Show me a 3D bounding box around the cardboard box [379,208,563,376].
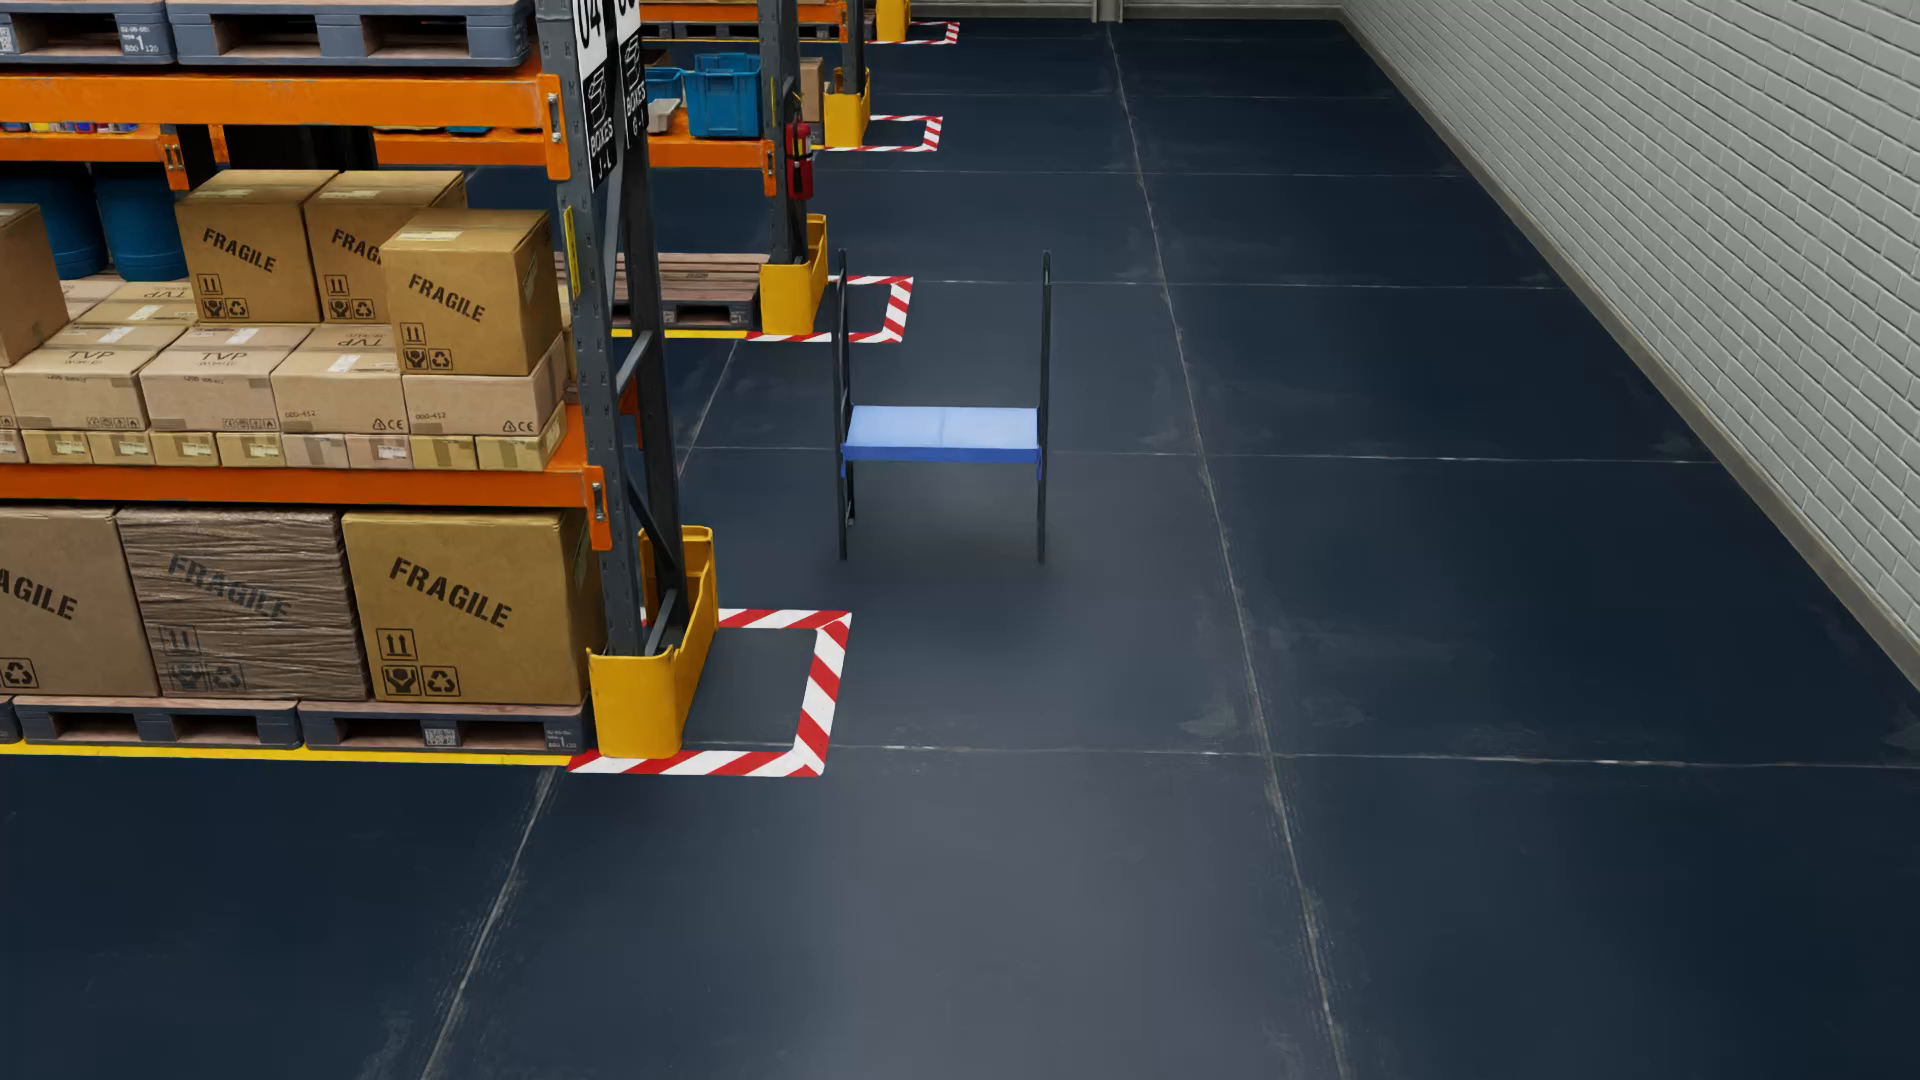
[{"bbox_3d":[-1.865,-0.959,6.398,0.500,0.500,0.500,1,28,2],"label":"cardboard box"}]

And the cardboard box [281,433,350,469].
[{"bbox_3d":[-2.498,-0.431,6.629,0.250,0.149,0.380,1,28,3],"label":"cardboard box"}]

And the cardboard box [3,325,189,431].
[{"bbox_3d":[-3.399,-0.650,6.616,0.500,0.250,0.500,1,28,2],"label":"cardboard box"}]

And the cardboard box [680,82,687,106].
[{"bbox_3d":[-2.516,-4.217,15.969,0.500,0.250,0.500,1,28,2],"label":"cardboard box"}]

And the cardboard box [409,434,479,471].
[{"bbox_3d":[-1.996,-0.422,6.611,0.250,0.149,0.380,1,28,2],"label":"cardboard box"}]

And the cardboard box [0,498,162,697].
[{"bbox_3d":[-3.810,0.073,7.230,0.875,0.875,0.875,1,28,2],"label":"cardboard box"}]

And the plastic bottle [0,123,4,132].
[{"bbox_3d":[-6.466,-2.877,11.106,0.135,0.276,0.152,1,28,2],"label":"plastic bottle"}]

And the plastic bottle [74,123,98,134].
[{"bbox_3d":[-5.830,-2.848,11.045,0.133,0.283,0.061,1,28,2],"label":"plastic bottle"}]

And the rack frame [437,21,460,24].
[{"bbox_3d":[-5.013,-5.380,15.697,0.127,3.000,1.000,1,28,2],"label":"rack frame"}]

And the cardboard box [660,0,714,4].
[{"bbox_3d":[-2.490,-5.256,15.356,0.500,0.500,0.500,1,28,2],"label":"cardboard box"}]

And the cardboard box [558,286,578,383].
[{"bbox_3d":[-1.839,-0.877,7.044,0.500,0.250,0.500,0,28,0],"label":"cardboard box"}]

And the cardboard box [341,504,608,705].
[{"bbox_3d":[-2.011,0.103,7.174,0.875,0.875,0.875,1,28,2],"label":"cardboard box"}]

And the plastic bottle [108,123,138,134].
[{"bbox_3d":[-5.597,-2.862,11.079,0.135,0.276,0.152,1,28,2],"label":"plastic bottle"}]

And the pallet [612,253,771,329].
[{"bbox_3d":[-2.017,-1.796,11.912,1.213,0.211,1.003,1,28,2],"label":"pallet"}]

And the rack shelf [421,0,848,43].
[{"bbox_3d":[-3.014,-5.029,15.803,4.000,0.370,1.077,1,28,2],"label":"rack shelf"}]

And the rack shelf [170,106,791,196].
[{"bbox_3d":[-3.193,-2.711,11.430,4.000,0.370,1.077,1,28,2],"label":"rack shelf"}]

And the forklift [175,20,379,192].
[{"bbox_3d":[-3.629,-1.351,8.169,3.031,2.935,1.130,1,28,2],"label":"forklift"}]

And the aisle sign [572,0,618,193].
[{"bbox_3d":[-1.308,-1.684,5.949,0.004,0.787,0.394,1,28,2],"label":"aisle sign"}]

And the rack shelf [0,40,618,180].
[{"bbox_3d":[-3.368,-1.718,6.354,4.000,0.370,1.077,1,28,2],"label":"rack shelf"}]

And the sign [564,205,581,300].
[{"bbox_3d":[-1.402,-1.040,6.020,0.005,0.325,0.100,1,28,2],"label":"sign"}]

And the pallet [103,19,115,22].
[{"bbox_3d":[-10.836,-6.568,20.915,1.213,0.211,1.003,1,28,2],"label":"pallet"}]

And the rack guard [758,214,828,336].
[{"bbox_3d":[-1.170,-1.897,11.795,0.348,0.500,1.175,1,28,2],"label":"rack guard"}]

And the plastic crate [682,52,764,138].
[{"bbox_3d":[-1.535,-2.956,11.022,0.499,0.435,0.616,1,28,2],"label":"plastic crate"}]

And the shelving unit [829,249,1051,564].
[{"bbox_3d":[-0.085,-0.664,8.401,1.048,1.500,0.538,1,28,2],"label":"shelving unit"}]

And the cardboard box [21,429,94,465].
[{"bbox_3d":[-3.525,-0.447,6.659,0.250,0.149,0.380,0,28,0],"label":"cardboard box"}]

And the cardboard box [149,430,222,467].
[{"bbox_3d":[-3.016,-0.438,6.643,0.250,0.149,0.380,1,28,2],"label":"cardboard box"}]

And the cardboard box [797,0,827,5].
[{"bbox_3d":[-1.473,-5.238,15.323,0.500,0.500,0.500,2,28,3],"label":"cardboard box"}]

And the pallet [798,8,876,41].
[{"bbox_3d":[-1.646,-6.378,20.555,1.213,0.211,1.003,1,28,2],"label":"pallet"}]

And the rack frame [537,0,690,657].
[{"bbox_3d":[-1.369,-0.677,6.825,0.127,3.000,1.000,1,28,2],"label":"rack frame"}]

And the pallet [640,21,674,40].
[{"bbox_3d":[-4.085,-6.418,20.632,1.213,0.211,1.003,1,28,2],"label":"pallet"}]

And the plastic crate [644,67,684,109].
[{"bbox_3d":[-2.087,-3.117,11.543,0.300,0.233,0.416,1,28,2],"label":"plastic crate"}]

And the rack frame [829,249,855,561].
[{"bbox_3d":[-0.593,-0.672,8.417,0.032,1.500,0.500,1,28,2],"label":"rack frame"}]

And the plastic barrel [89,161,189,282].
[{"bbox_3d":[-5.735,-2.337,11.749,0.708,0.901,0.600,1,28,2],"label":"plastic barrel"}]

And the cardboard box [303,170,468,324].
[{"bbox_3d":[-2.339,-1.217,6.884,0.500,0.500,0.500,0,28,1],"label":"cardboard box"}]

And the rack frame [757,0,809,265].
[{"bbox_3d":[-1.194,-2.996,11.199,0.127,3.000,1.000,1,28,2],"label":"rack frame"}]

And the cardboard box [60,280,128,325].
[{"bbox_3d":[-3.889,-0.909,7.104,0.500,0.250,0.500,2,28,3],"label":"cardboard box"}]

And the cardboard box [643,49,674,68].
[{"bbox_3d":[-3.135,-4.443,16.125,0.637,0.503,0.797,1,28,2],"label":"cardboard box"}]

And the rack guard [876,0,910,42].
[{"bbox_3d":[-0.821,-6.528,20.531,0.348,0.500,1.175,1,28,2],"label":"rack guard"}]

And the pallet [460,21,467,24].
[{"bbox_3d":[-5.616,-6.445,20.682,1.213,0.211,1.003,1,28,2],"label":"pallet"}]

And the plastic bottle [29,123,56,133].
[{"bbox_3d":[-6.122,-2.902,11.075,0.185,0.351,0.144,1,28,2],"label":"plastic bottle"}]

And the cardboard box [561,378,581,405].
[{"bbox_3d":[-1.712,-0.727,7.187,0.250,0.149,0.380,1,28,2],"label":"cardboard box"}]

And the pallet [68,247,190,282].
[{"bbox_3d":[-5.961,-1.862,12.037,1.213,0.211,1.003,1,28,2],"label":"pallet"}]

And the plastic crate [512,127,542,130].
[{"bbox_3d":[-2.880,-2.835,11.114,0.250,0.136,0.298,1,28,2],"label":"plastic crate"}]

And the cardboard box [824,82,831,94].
[{"bbox_3d":[-1.422,-4.417,16.454,0.250,0.149,0.380,1,28,2],"label":"cardboard box"}]

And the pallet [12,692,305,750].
[{"bbox_3d":[-3.387,0.557,7.475,1.213,0.211,1.003,1,28,2],"label":"pallet"}]

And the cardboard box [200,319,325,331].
[{"bbox_3d":[-2.861,-0.892,7.073,0.500,0.250,0.500,0,28,0],"label":"cardboard box"}]

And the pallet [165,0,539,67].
[{"bbox_3d":[-2.111,-1.971,6.157,1.213,0.211,1.003,1,28,2],"label":"pallet"}]

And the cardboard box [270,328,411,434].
[{"bbox_3d":[-2.370,-0.635,6.588,0.500,0.250,0.500,0,28,1],"label":"cardboard box"}]
